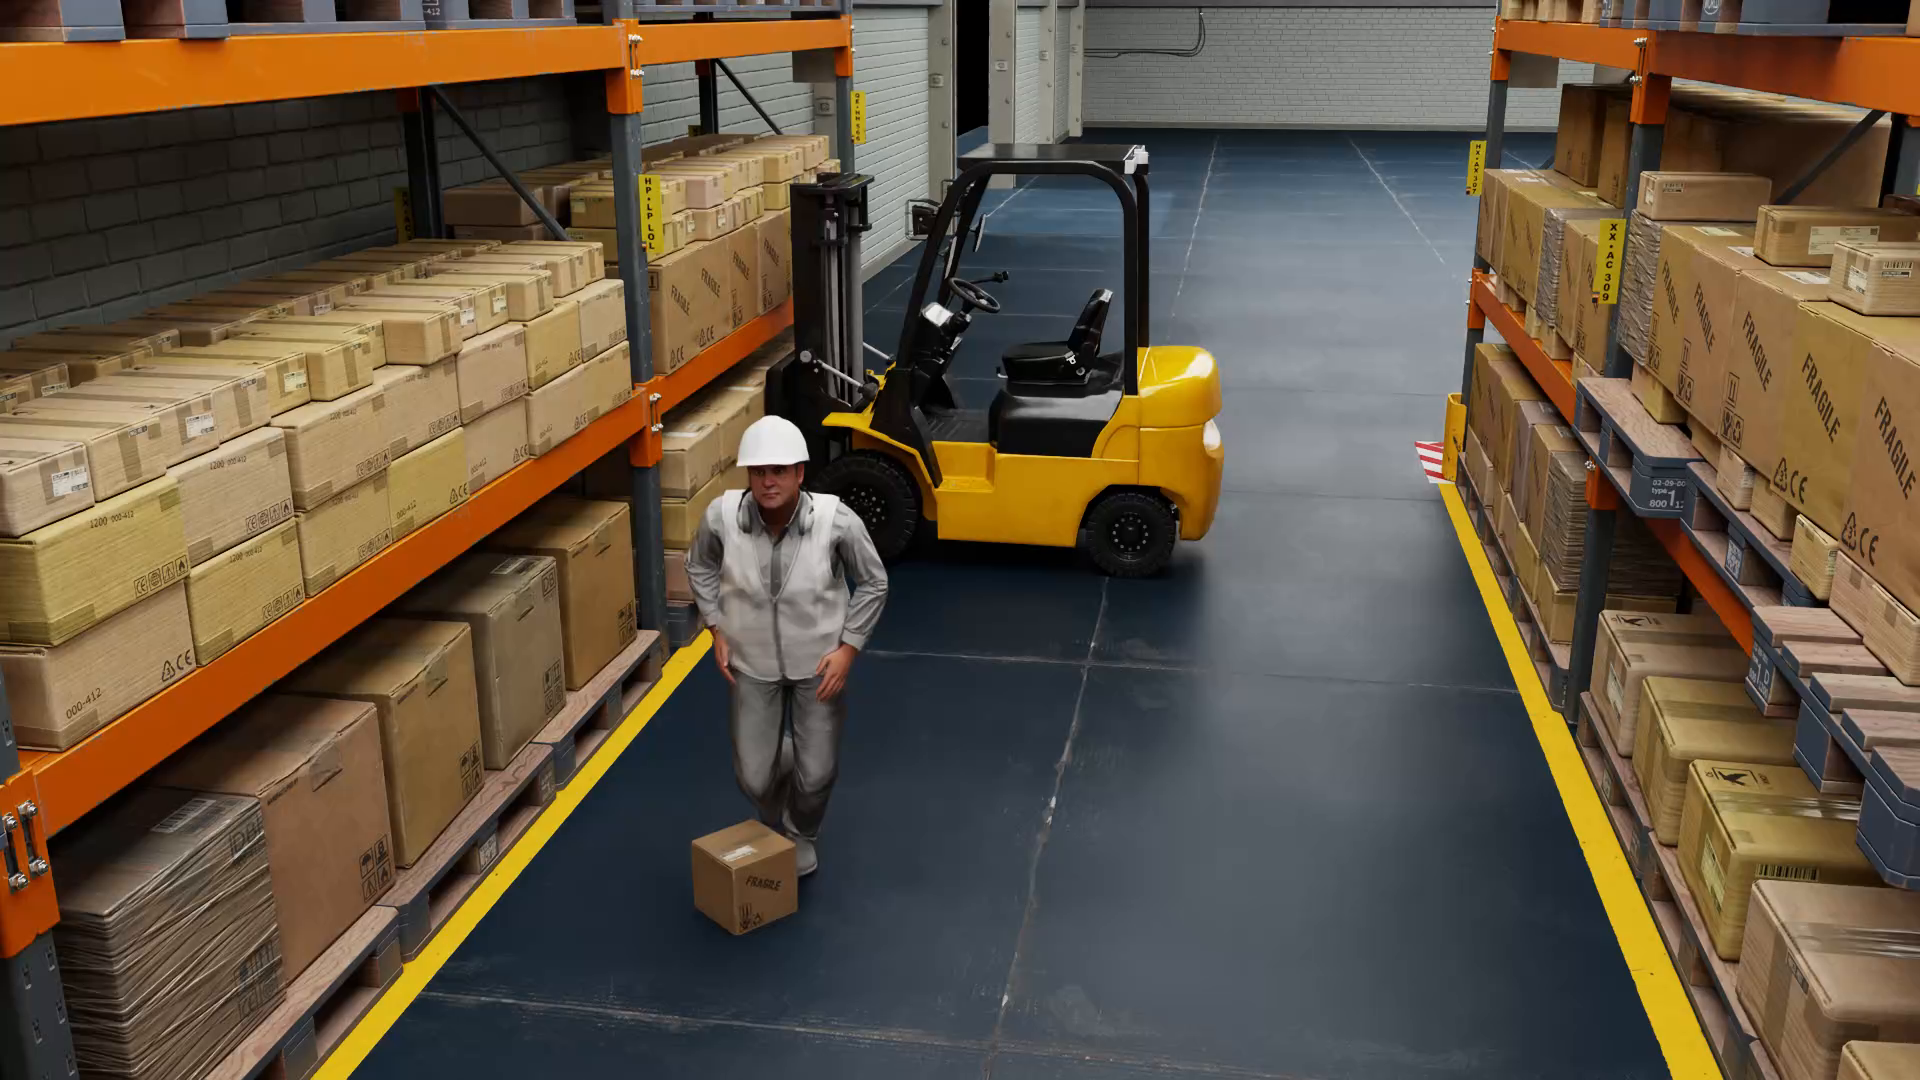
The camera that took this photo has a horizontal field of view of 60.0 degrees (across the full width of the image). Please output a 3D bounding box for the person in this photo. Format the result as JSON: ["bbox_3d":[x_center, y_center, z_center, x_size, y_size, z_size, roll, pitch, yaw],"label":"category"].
[{"bbox_3d":[-0.569,0.367,5.521,0.677,1.679,0.695,0,18,0],"label":"person"}]
